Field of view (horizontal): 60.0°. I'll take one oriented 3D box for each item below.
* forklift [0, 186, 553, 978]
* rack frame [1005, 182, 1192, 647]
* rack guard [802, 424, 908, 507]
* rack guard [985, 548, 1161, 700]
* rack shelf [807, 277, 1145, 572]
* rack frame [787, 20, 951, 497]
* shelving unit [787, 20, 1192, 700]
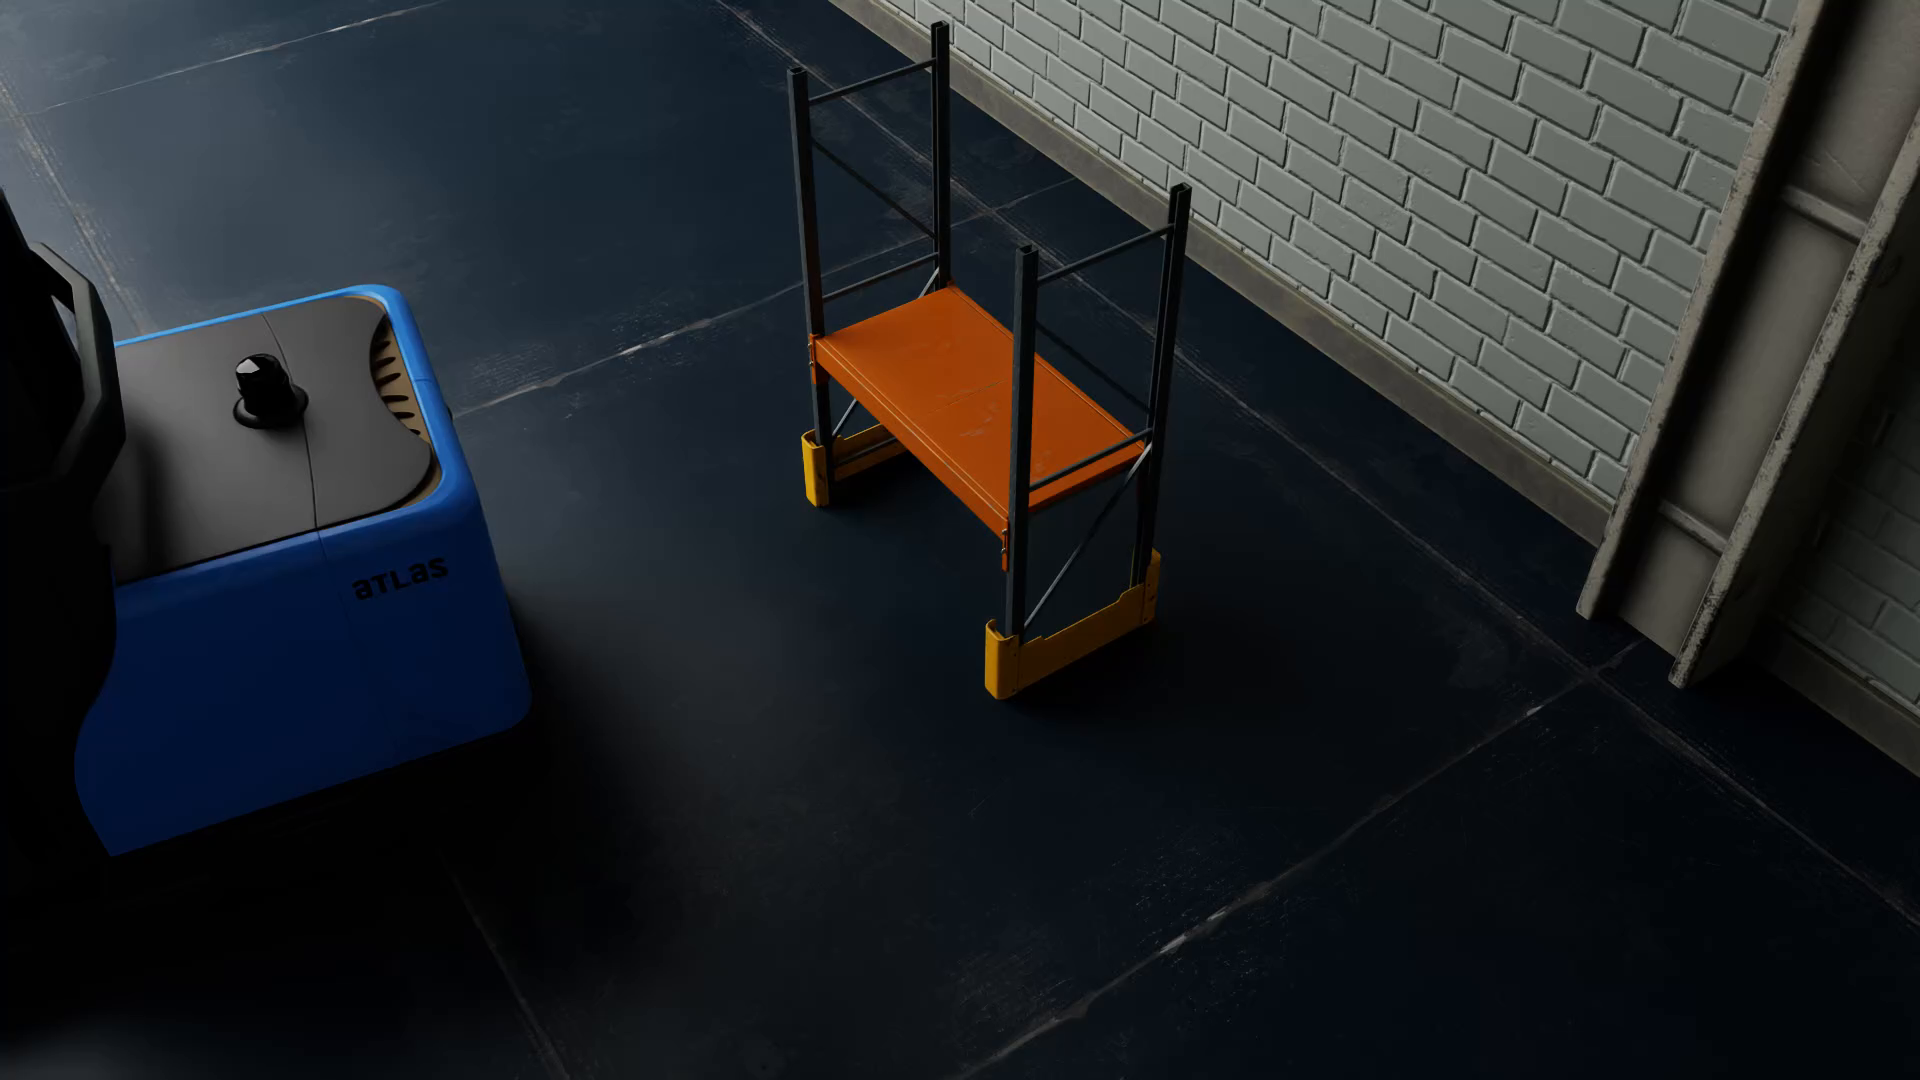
[{"bbox_3d":[-2.666,-0.263,3.403,3.031,2.935,1.130,-17,46,-17],"label":"forklift"},{"bbox_3d":[0.340,-0.206,4.380,0.500,1.500,0.032,-26,49,-24],"label":"rack frame"},{"bbox_3d":[-0.241,-0.329,5.414,0.587,0.250,0.087,-26,49,-24],"label":"rack guard"},{"bbox_3d":[0.329,0.235,4.823,0.587,0.250,0.087,-26,49,-24],"label":"rack guard"},{"bbox_3d":[0.049,-0.364,4.806,0.538,0.185,1.000,-26,49,-24],"label":"rack shelf"},{"bbox_3d":[-0.242,-0.782,4.983,0.500,1.500,0.032,-26,49,-24],"label":"rack frame"},{"bbox_3d":[0.044,-0.499,4.687,0.587,1.500,1.083,-26,49,-24],"label":"shelving unit"}]
